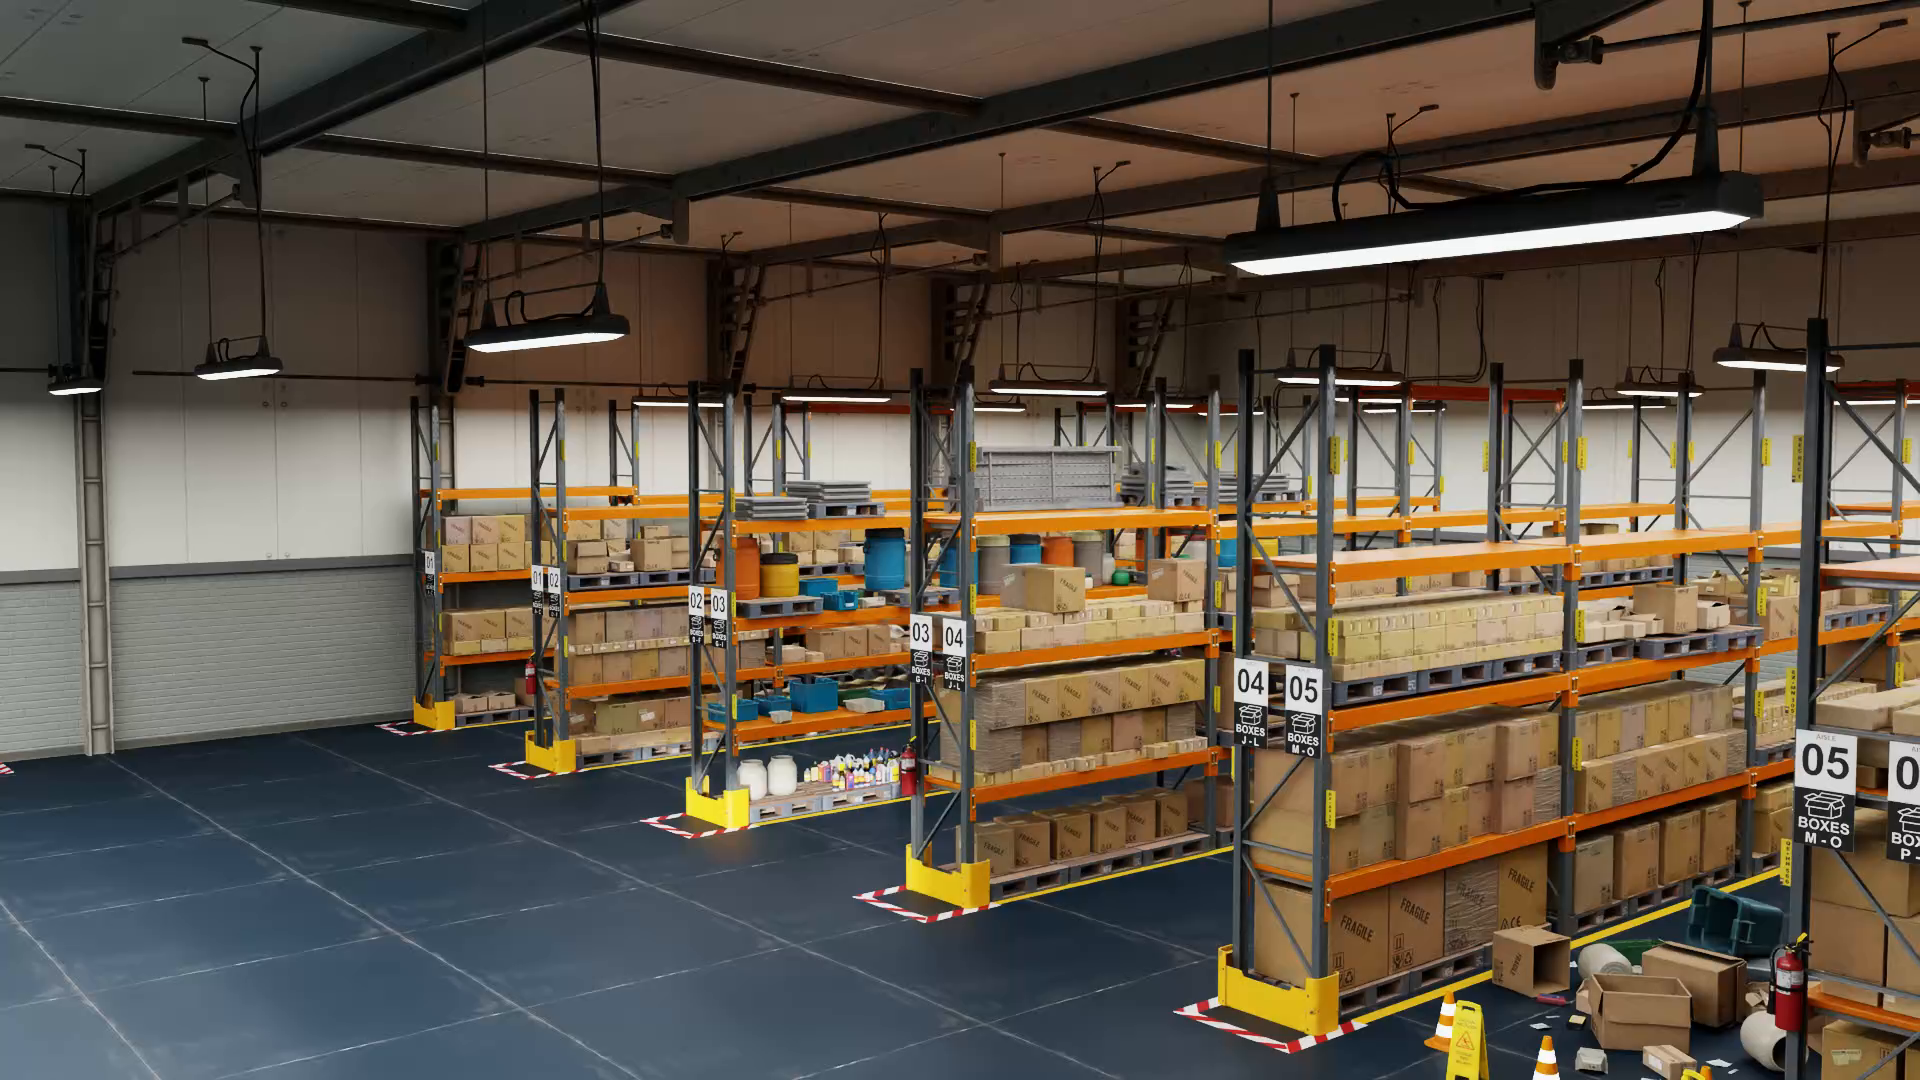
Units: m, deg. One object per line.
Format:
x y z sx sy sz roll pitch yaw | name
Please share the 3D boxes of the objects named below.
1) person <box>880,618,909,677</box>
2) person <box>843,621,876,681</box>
-1.363 2.332 34.742 0.642 1.639 0.968 2 4 32 | person
-2.037 2.341 34.088 0.666 1.631 0.908 1 4 24 | person
